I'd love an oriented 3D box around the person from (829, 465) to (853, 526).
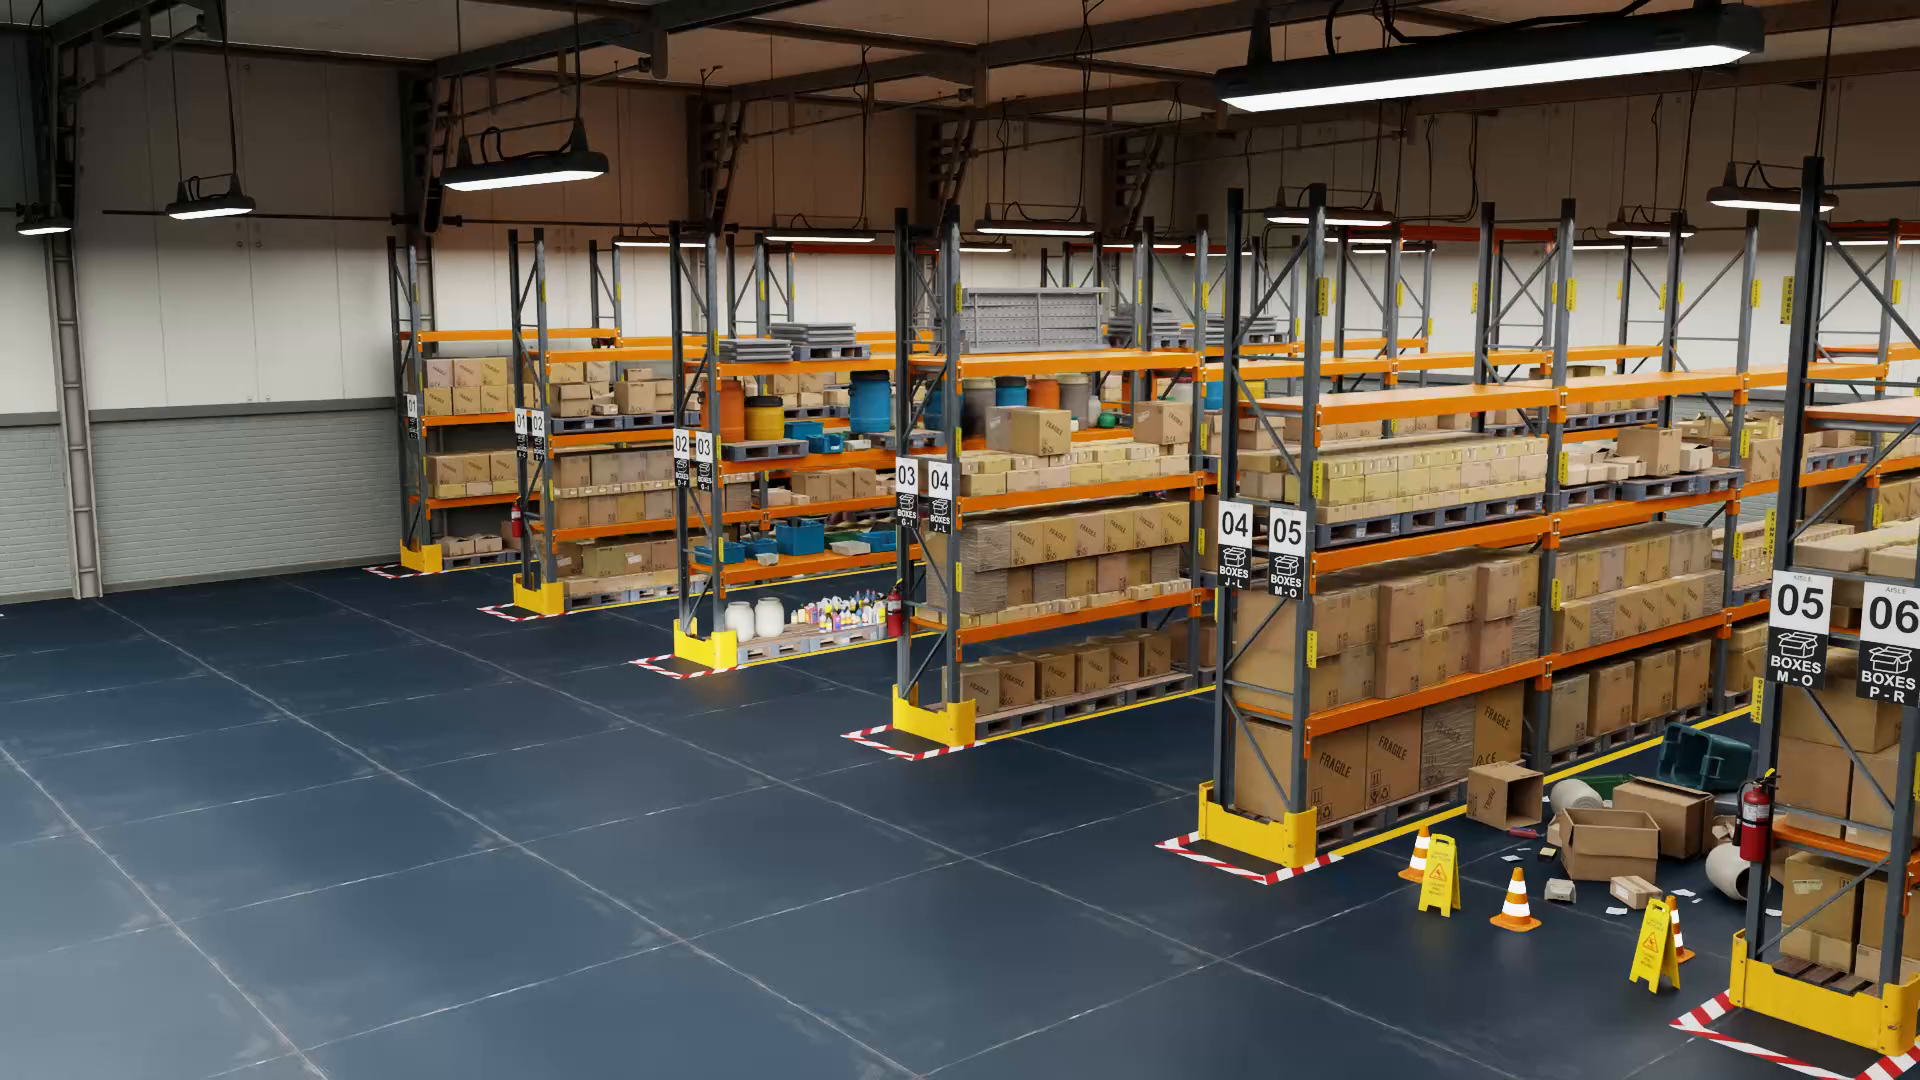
[{"bbox_3d":[-2.277,-0.646,32.475,0.605,1.631,0.575,-9,12,-44],"label":"person"}]
